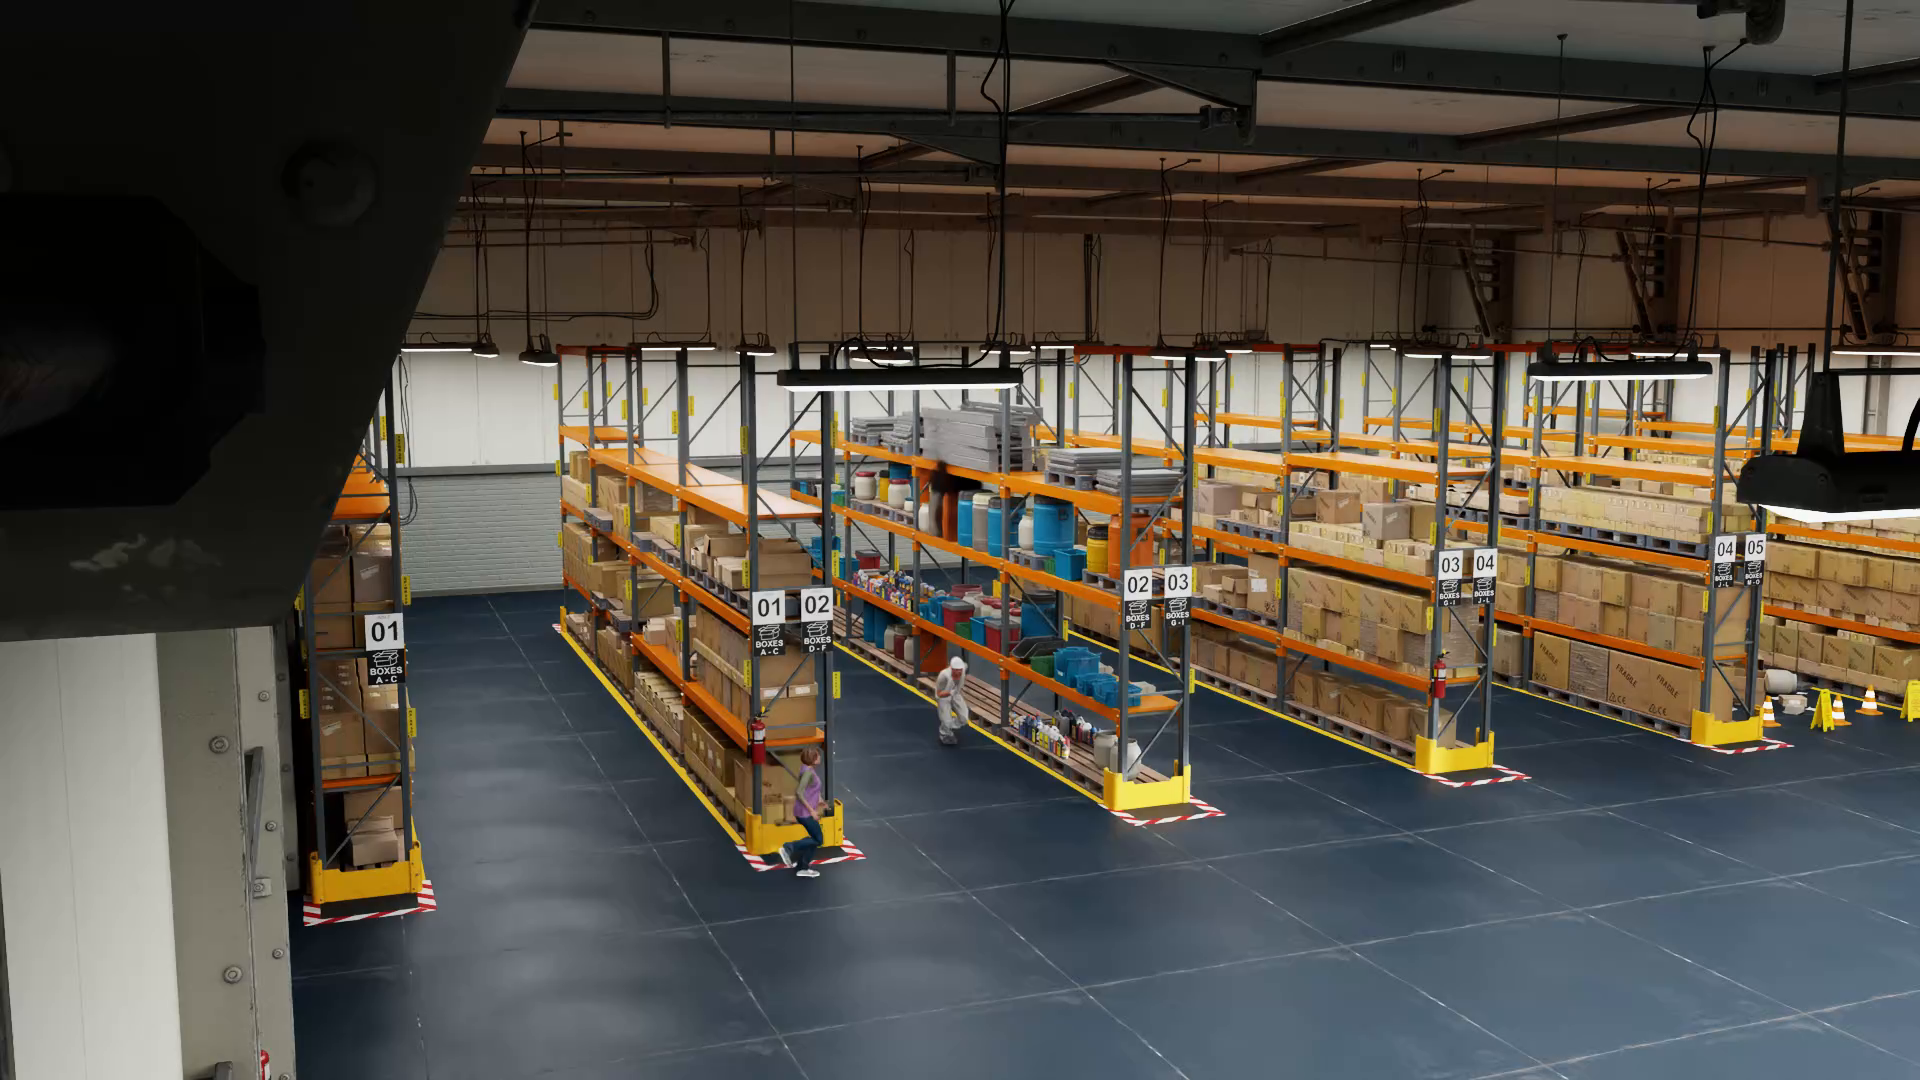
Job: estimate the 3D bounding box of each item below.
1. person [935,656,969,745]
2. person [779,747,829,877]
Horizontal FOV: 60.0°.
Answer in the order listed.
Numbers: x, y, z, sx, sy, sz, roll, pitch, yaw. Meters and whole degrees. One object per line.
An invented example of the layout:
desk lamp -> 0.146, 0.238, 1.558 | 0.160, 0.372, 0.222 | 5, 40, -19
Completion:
person -> -0.114, 2.414, 25.006 | 0.683, 1.474, 0.999 | -4, 8, -27
person -> -1.805, 3.146, 19.192 | 0.574, 1.546, 0.524 | 0, 7, -2
